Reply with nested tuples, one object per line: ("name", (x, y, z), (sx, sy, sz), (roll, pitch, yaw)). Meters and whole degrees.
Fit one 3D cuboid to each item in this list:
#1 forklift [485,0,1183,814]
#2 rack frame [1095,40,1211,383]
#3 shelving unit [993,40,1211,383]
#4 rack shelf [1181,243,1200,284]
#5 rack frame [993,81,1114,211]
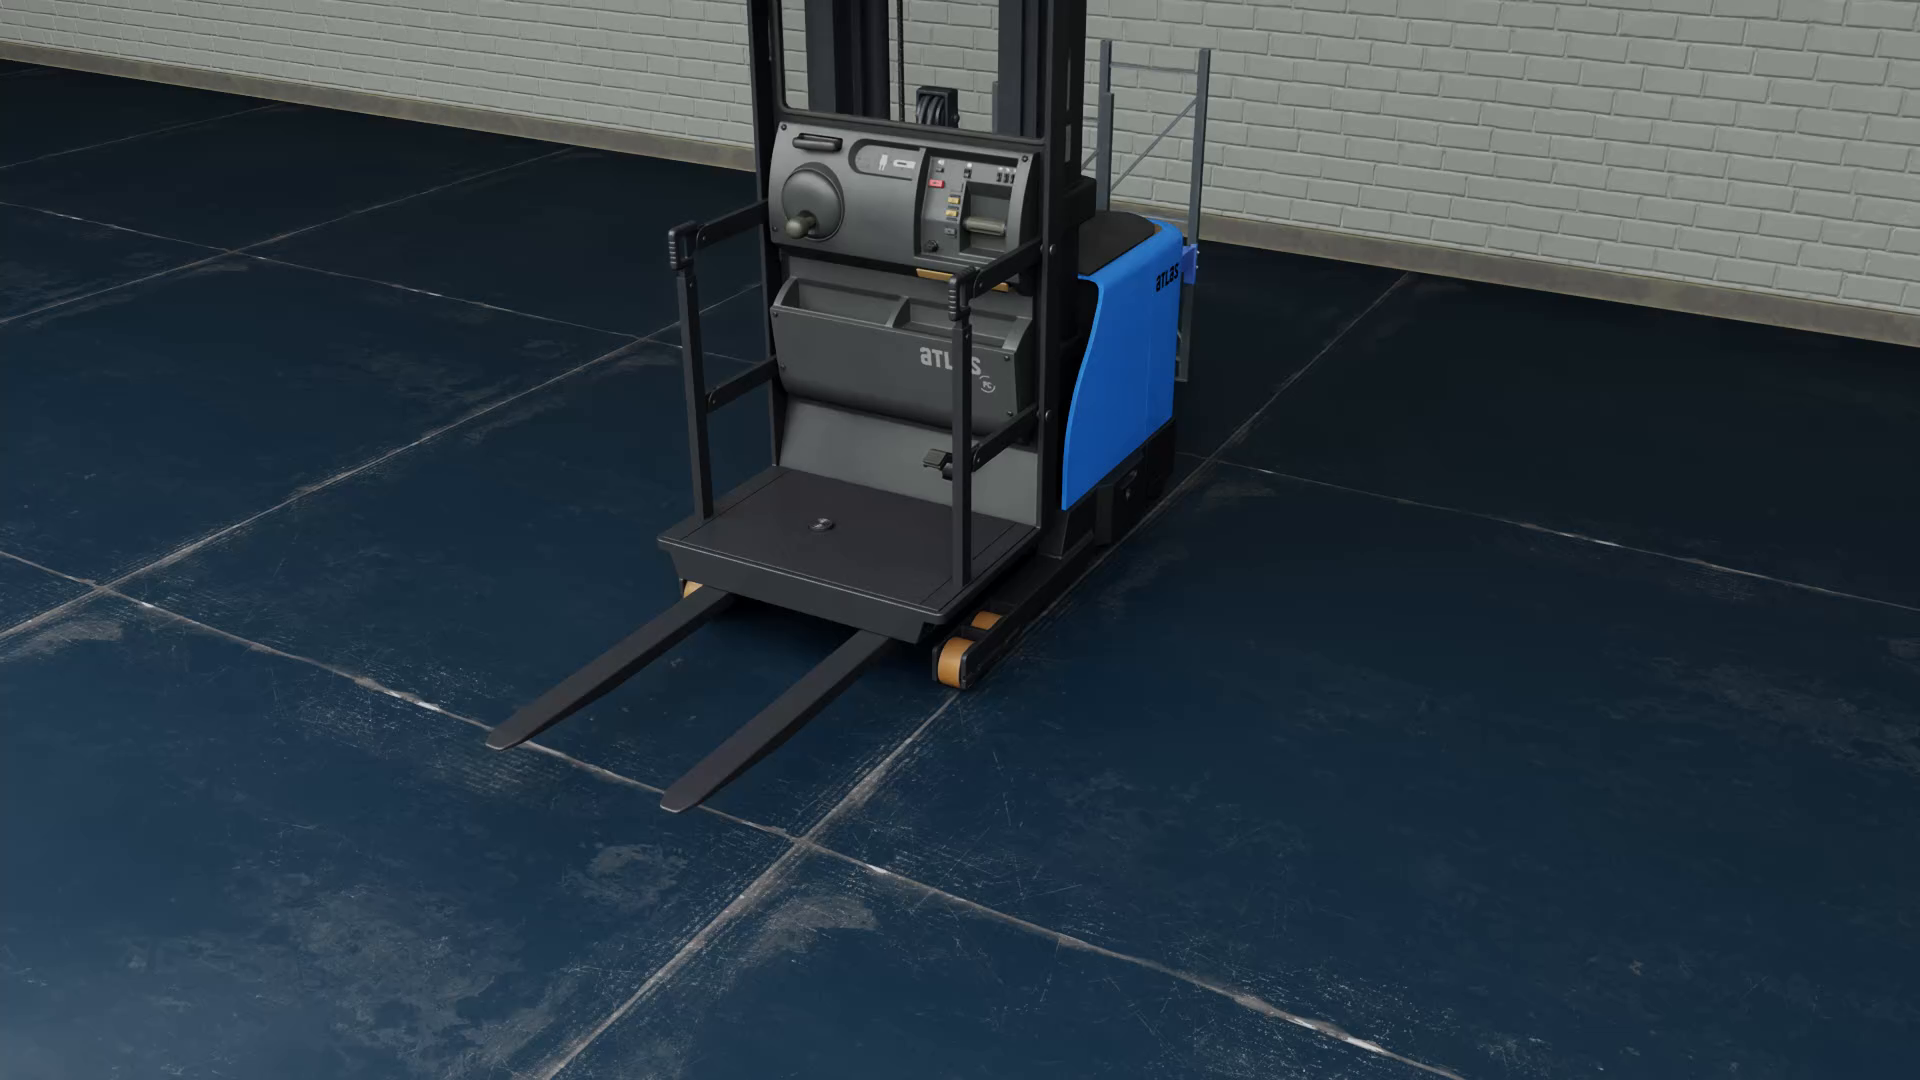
("forklift", (-0.301, -1.066, 5.105), (1.130, 2.935, 3.031), (14, 30, 26))
("rack frame", (0.839, -1.458, 7.488), (0.500, 1.500, 0.032), (14, 30, 25))
("shelving unit", (0.597, -1.258, 7.088), (0.538, 1.500, 1.048), (14, 30, 25))
("rack shelf", (0.597, -1.097, 7.169), (0.538, 0.185, 1.000), (14, 30, 25))
("rack frame", (0.355, -1.058, 6.689), (0.500, 1.500, 0.032), (14, 30, 25))
